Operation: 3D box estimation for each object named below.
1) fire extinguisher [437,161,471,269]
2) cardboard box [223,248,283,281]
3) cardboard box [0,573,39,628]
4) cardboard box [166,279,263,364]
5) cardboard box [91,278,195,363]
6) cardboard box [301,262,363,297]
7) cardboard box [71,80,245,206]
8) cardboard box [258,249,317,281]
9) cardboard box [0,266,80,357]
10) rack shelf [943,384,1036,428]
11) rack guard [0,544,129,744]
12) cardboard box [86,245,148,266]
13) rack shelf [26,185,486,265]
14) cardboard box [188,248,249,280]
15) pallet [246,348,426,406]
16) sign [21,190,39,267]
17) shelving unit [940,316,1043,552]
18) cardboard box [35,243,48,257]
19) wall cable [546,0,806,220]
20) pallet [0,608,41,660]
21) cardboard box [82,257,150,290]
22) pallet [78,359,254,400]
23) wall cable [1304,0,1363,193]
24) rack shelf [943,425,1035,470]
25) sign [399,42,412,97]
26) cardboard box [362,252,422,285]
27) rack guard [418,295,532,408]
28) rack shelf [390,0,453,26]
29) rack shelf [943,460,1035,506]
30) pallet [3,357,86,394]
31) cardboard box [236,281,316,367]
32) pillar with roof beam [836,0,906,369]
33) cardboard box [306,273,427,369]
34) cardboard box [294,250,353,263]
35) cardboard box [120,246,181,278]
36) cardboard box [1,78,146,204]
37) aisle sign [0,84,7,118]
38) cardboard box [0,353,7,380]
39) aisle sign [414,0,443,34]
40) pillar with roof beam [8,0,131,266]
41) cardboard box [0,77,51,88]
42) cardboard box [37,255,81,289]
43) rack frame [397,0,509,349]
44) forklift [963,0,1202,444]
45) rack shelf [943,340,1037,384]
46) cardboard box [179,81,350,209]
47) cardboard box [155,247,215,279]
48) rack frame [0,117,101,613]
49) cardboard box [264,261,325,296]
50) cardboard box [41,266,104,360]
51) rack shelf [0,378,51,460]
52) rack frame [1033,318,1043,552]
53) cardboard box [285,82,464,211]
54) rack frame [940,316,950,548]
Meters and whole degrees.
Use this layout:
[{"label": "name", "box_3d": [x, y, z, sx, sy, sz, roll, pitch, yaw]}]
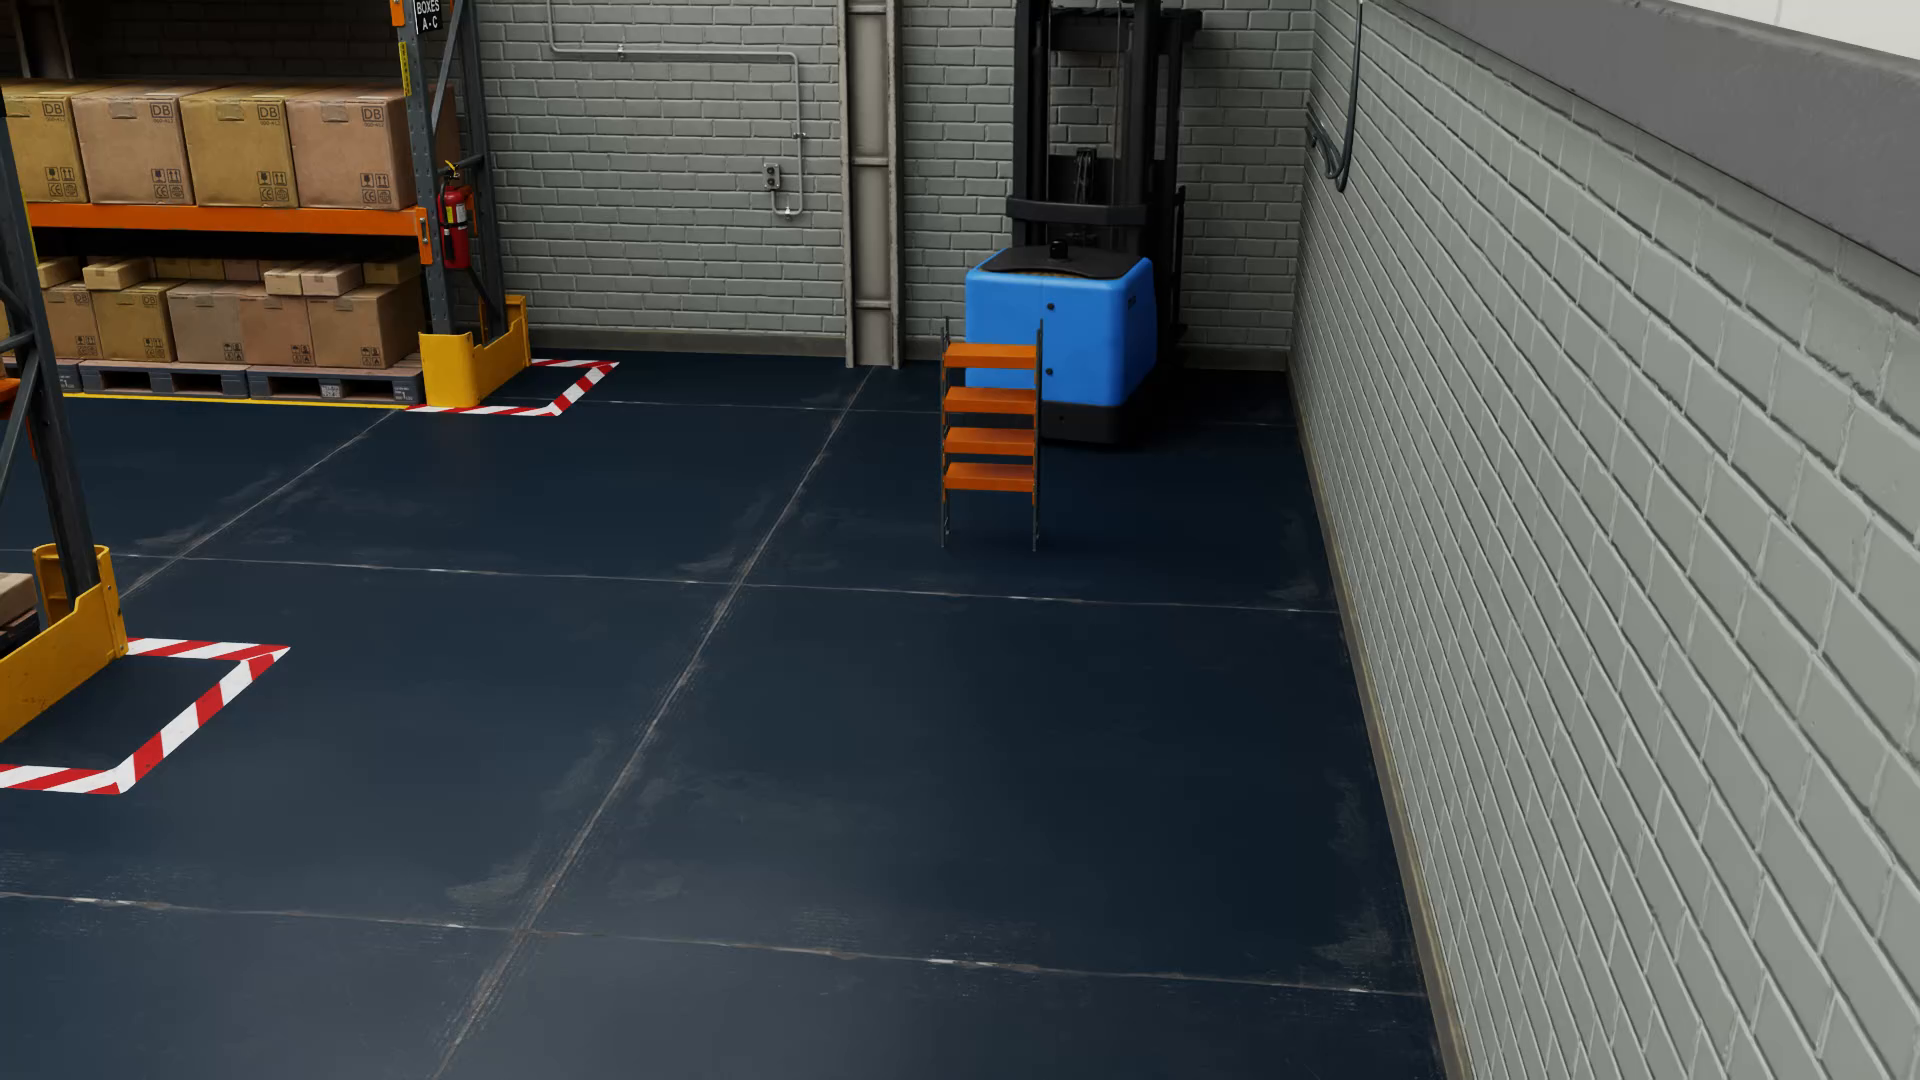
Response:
[{"label": "fire extinguisher", "box_3d": [-3.305, -2.117, 10.826, 0.183, 0.674, 0.296, 2, 22, 6]}, {"label": "cardboard box", "box_3d": [-4.964, -1.940, 11.714, 0.250, 0.149, 0.380, 3, 22, 7]}, {"label": "cardboard box", "box_3d": [-4.355, 0.285, 7.418, 0.250, 0.149, 0.380, 2, 22, 6]}, {"label": "cardboard box", "box_3d": [-5.104, -1.571, 11.662, 0.500, 0.500, 0.700, 2, 22, 5]}, {"label": "cardboard box", "box_3d": [-5.634, -1.591, 11.714, 0.500, 0.500, 0.700, 3, 22, 8]}, {"label": "cardboard box", "box_3d": [-4.256, -1.768, 11.279, 0.250, 0.149, 0.380, 2, 22, 6]}, {"label": "cardboard box", "box_3d": [-5.388, -2.723, 11.339, 0.700, 0.700, 0.980, 1, 22, 4]}, {"label": "cardboard box", "box_3d": [-4.711, -1.930, 11.687, 0.250, 0.149, 0.380, 3, 22, 7]}, {"label": "cardboard box", "box_3d": [-6.642, -1.637, 11.830, 0.500, 0.500, 0.700, 3, 22, 7]}, {"label": "rack shelf", "box_3d": [0.164, -0.696, 8.644, 0.480, 0.148, 0.258, 2, 22, 6]}, {"label": "rack guard", "box_3d": [-4.055, 0.467, 7.079, 0.348, 0.500, 1.175, 2, 22, 6]}, {"label": "cardboard box", "box_3d": [-5.977, -1.984, 11.826, 0.250, 0.149, 0.380, 2, 22, 5]}, {"label": "rack shelf", "box_3d": [-5.387, -2.253, 11.537, 4.000, 0.370, 1.077, 2, 22, 6]}, {"label": "cardboard box", "box_3d": [-5.219, -1.951, 11.742, 0.250, 0.149, 0.380, 3, 22, 7]}, {"label": "pallet", "box_3d": [-4.204, -1.210, 11.714, 1.213, 0.211, 1.003, 2, 22, 6]}, {"label": "sign", "box_3d": [-3.916, -1.293, 6.953, 0.005, 0.325, 0.100, 2, 22, 6]}, {"label": "shelving unit", "box_3d": [0.164, -0.551, 8.701, 0.503, 1.200, 0.258, 2, 22, 6]}, {"label": "cardboard box", "box_3d": [-6.763, -2.018, 11.910, 0.250, 0.149, 0.380, 2, 22, 6]}, {"label": "wall cable", "box_3d": [-2.018, -3.264, 11.733, 1.851, 1.984, 0.084, 2, 22, 6]}, {"label": "pallet", "box_3d": [-4.847, 0.567, 7.219, 1.213, 0.211, 1.003, 2, 22, 6]}, {"label": "cardboard box", "box_3d": [-5.805, -1.835, 11.448, 0.250, 0.149, 0.380, 2, 22, 5]}, {"label": "pallet", "box_3d": [-5.412, -1.264, 11.850, 1.213, 0.211, 1.003, 2, 22, 6]}, {"label": "wall cable", "box_3d": [2.174, -3.472, 9.705, 0.112, 2.526, 3.097, 2, 22, 6]}, {"label": "rack shelf", "box_3d": [0.164, -0.488, 8.726, 0.480, 0.148, 0.258, 2, 22, 6]}, {"label": "sign", "box_3d": [-3.478, -2.952, 10.430, 0.005, 0.325, 0.100, 2, 22, 6]}, {"label": "cardboard box", "box_3d": [-3.960, -1.897, 11.605, 0.250, 0.149, 0.380, 3, 22, 7]}, {"label": "rack guard", "box_3d": [-3.377, -1.338, 11.643, 0.348, 0.500, 1.175, 2, 22, 6]}, {"label": "rack shelf", "box_3d": [-5.387, -3.648, 10.986, 4.000, 0.370, 1.077, 2, 22, 6]}, {"label": "rack shelf", "box_3d": [0.164, -0.304, 8.799, 0.480, 0.148, 0.258, 2, 22, 6]}, {"label": "pallet", "box_3d": [-6.627, -1.316, 11.981, 1.213, 0.211, 1.003, 2, 22, 6]}, {"label": "cardboard box", "box_3d": [-4.604, -1.549, 11.608, 0.500, 0.500, 0.700, 2, 22, 6]}, {"label": "pillar with roof beam", "box_3d": [-1.124, -3.918, 6.611, 0.400, 9.000, 9.100, 2, 22, 6]}, {"label": "cardboard box", "box_3d": [-4.107, -1.528, 11.553, 0.500, 0.500, 0.700, 2, 22, 6]}, {"label": "cardboard box", "box_3d": [-4.463, -1.919, 11.659, 0.250, 0.149, 0.380, 3, 22, 6]}, {"label": "cardboard box", "box_3d": [-5.727, -1.973, 11.797, 0.250, 0.149, 0.380, 3, 22, 7]}, {"label": "cardboard box", "box_3d": [-6.112, -2.751, 11.410, 0.700, 0.700, 0.980, 2, 22, 5]}, {"label": "aisle sign", "box_3d": [-3.877, -2.006, 6.397, 0.004, 0.787, 0.394, 2, 22, 6]}, {"label": "cardboard box", "box_3d": [-4.389, -0.854, 6.885, 0.500, 0.500, 0.500, 3, 22, 7]}, {"label": "aisle sign", "box_3d": [-3.364, -3.597, 10.423, 0.004, 0.787, 0.394, 2, 22, 6]}, {"label": "pillar with roof beam", "box_3d": [-7.082, -4.178, 7.268, 0.400, 9.000, 9.100, 2, 22, 6]}, {"label": "cardboard box", "box_3d": [-6.836, -2.784, 11.495, 0.700, 0.700, 0.980, 3, 22, 7]}, {"label": "cardboard box", "box_3d": [-6.323, -1.857, 11.505, 0.250, 0.149, 0.380, 3, 22, 8]}, {"label": "rack frame", "box_3d": [-3.400, -2.501, 11.186, 0.127, 3.000, 1.000, 2, 22, 6]}, {"label": "forklift", "box_3d": [0.960, -2.465, 11.188, 1.130, 2.935, 3.031, 7, 23, 17]}, {"label": "rack shelf", "box_3d": [0.164, -0.916, 8.557, 0.480, 0.148, 0.258, 2, 22, 6]}, {"label": "cardboard box", "box_3d": [-4.632, -2.686, 11.247, 0.700, 0.700, 0.980, 2, 22, 6]}, {"label": "cardboard box", "box_3d": [-5.470, -1.962, 11.770, 0.250, 0.149, 0.380, 2, 22, 5]}, {"label": "rack frame", "box_3d": [-3.980, -0.692, 6.611, 0.127, 3.000, 1.000, 2, 22, 6]}, {"label": "cardboard box", "box_3d": [-4.510, -1.779, 11.307, 0.250, 0.149, 0.380, 3, 22, 8]}, {"label": "cardboard box", "box_3d": [-6.144, -1.614, 11.772, 0.500, 0.500, 0.700, 2, 22, 6]}, {"label": "rack shelf", "box_3d": [-5.966, -0.444, 6.962, 4.000, 0.370, 1.077, 2, 22, 6]}, {"label": "rack frame", "box_3d": [0.407, -0.540, 8.674, 0.015, 1.200, 0.240, 2, 22, 6]}, {"label": "cardboard box", "box_3d": [-3.908, -2.659, 11.178, 0.700, 0.700, 0.980, 3, 22, 9]}, {"label": "rack frame", "box_3d": [-0.078, -0.561, 8.728, 0.015, 1.200, 0.240, 2, 22, 6]}]
